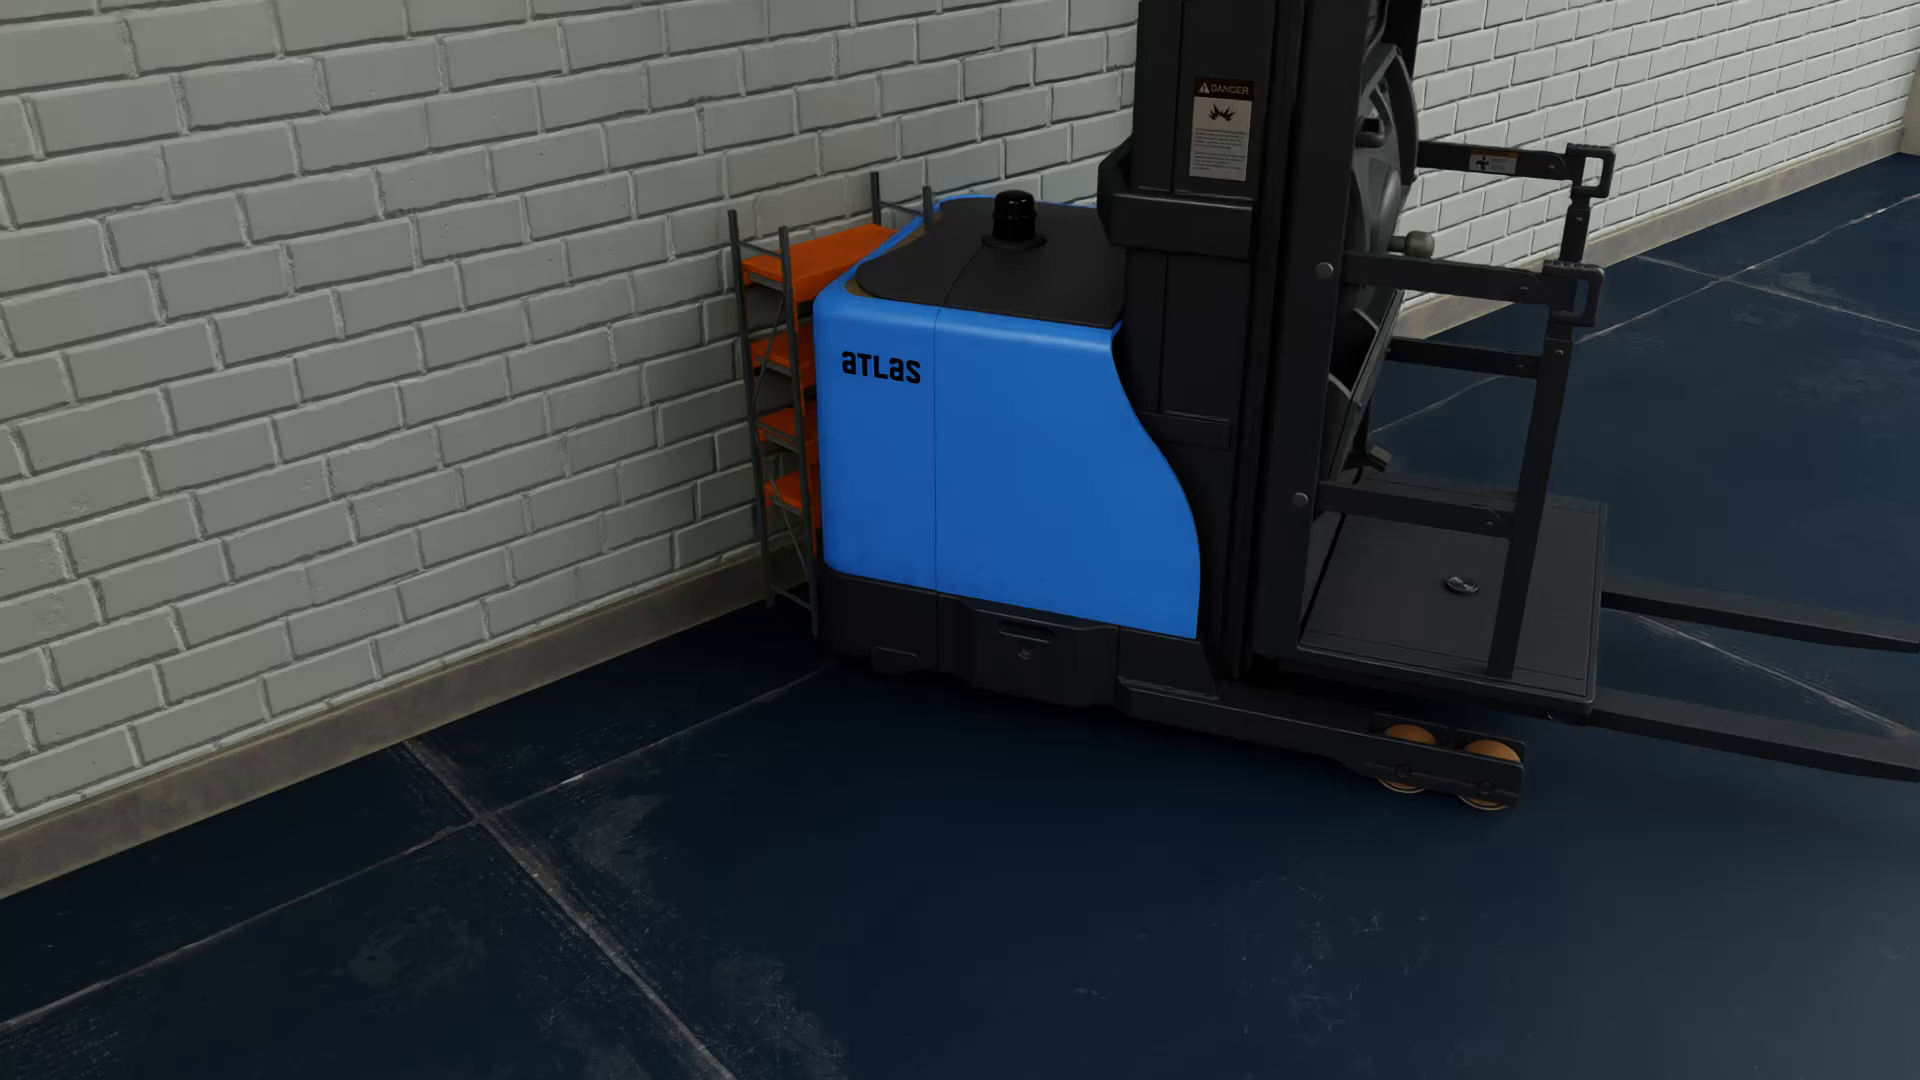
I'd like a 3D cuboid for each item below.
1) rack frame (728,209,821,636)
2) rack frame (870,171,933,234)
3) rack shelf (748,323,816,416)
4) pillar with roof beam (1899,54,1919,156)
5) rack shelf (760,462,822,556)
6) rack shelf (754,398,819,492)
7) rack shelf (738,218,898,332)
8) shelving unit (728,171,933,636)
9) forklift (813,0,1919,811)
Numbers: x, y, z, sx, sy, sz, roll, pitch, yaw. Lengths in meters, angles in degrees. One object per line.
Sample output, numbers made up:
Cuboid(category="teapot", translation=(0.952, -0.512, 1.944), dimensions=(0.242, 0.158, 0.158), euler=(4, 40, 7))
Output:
Cuboid(category="rack frame", translation=(-0.502, -0.294, 4.548), dimensions=(0.015, 1.200, 0.240), euler=(-25, 35, -36))
Cuboid(category="rack frame", translation=(-0.144, -0.458, 4.837), dimensions=(0.015, 1.200, 0.240), euler=(-25, 35, -36))
Cuboid(category="rack shelf", translation=(-0.328, -0.515, 4.620), dimensions=(0.480, 0.148, 0.258), euler=(-25, 35, -36))
Cuboid(category="pillar with roof beam", translation=(8.285, -4.620, 4.348), dimensions=(0.400, 9.000, 9.100), euler=(-22, 35, -35))
Cuboid(category="rack shelf", translation=(-0.314, -0.140, 4.815), dimensions=(0.480, 0.148, 0.258), euler=(-25, 35, -36))
Cuboid(category="rack shelf", translation=(-0.321, -0.316, 4.723), dimensions=(0.480, 0.148, 0.258), euler=(-25, 35, -36))
Cuboid(category="rack shelf", translation=(-0.336, -0.724, 4.511), dimensions=(0.480, 0.148, 0.258), euler=(-25, 35, -36))
Cuboid(category="shelving unit", translation=(-0.323, -0.376, 4.692), dimensions=(0.503, 1.200, 0.258), euler=(-25, 35, -36))
Cuboid(category="forklift", translation=(1.188, -0.922, 3.865), dimensions=(3.031, 2.935, 1.130), euler=(10, 30, 18))
